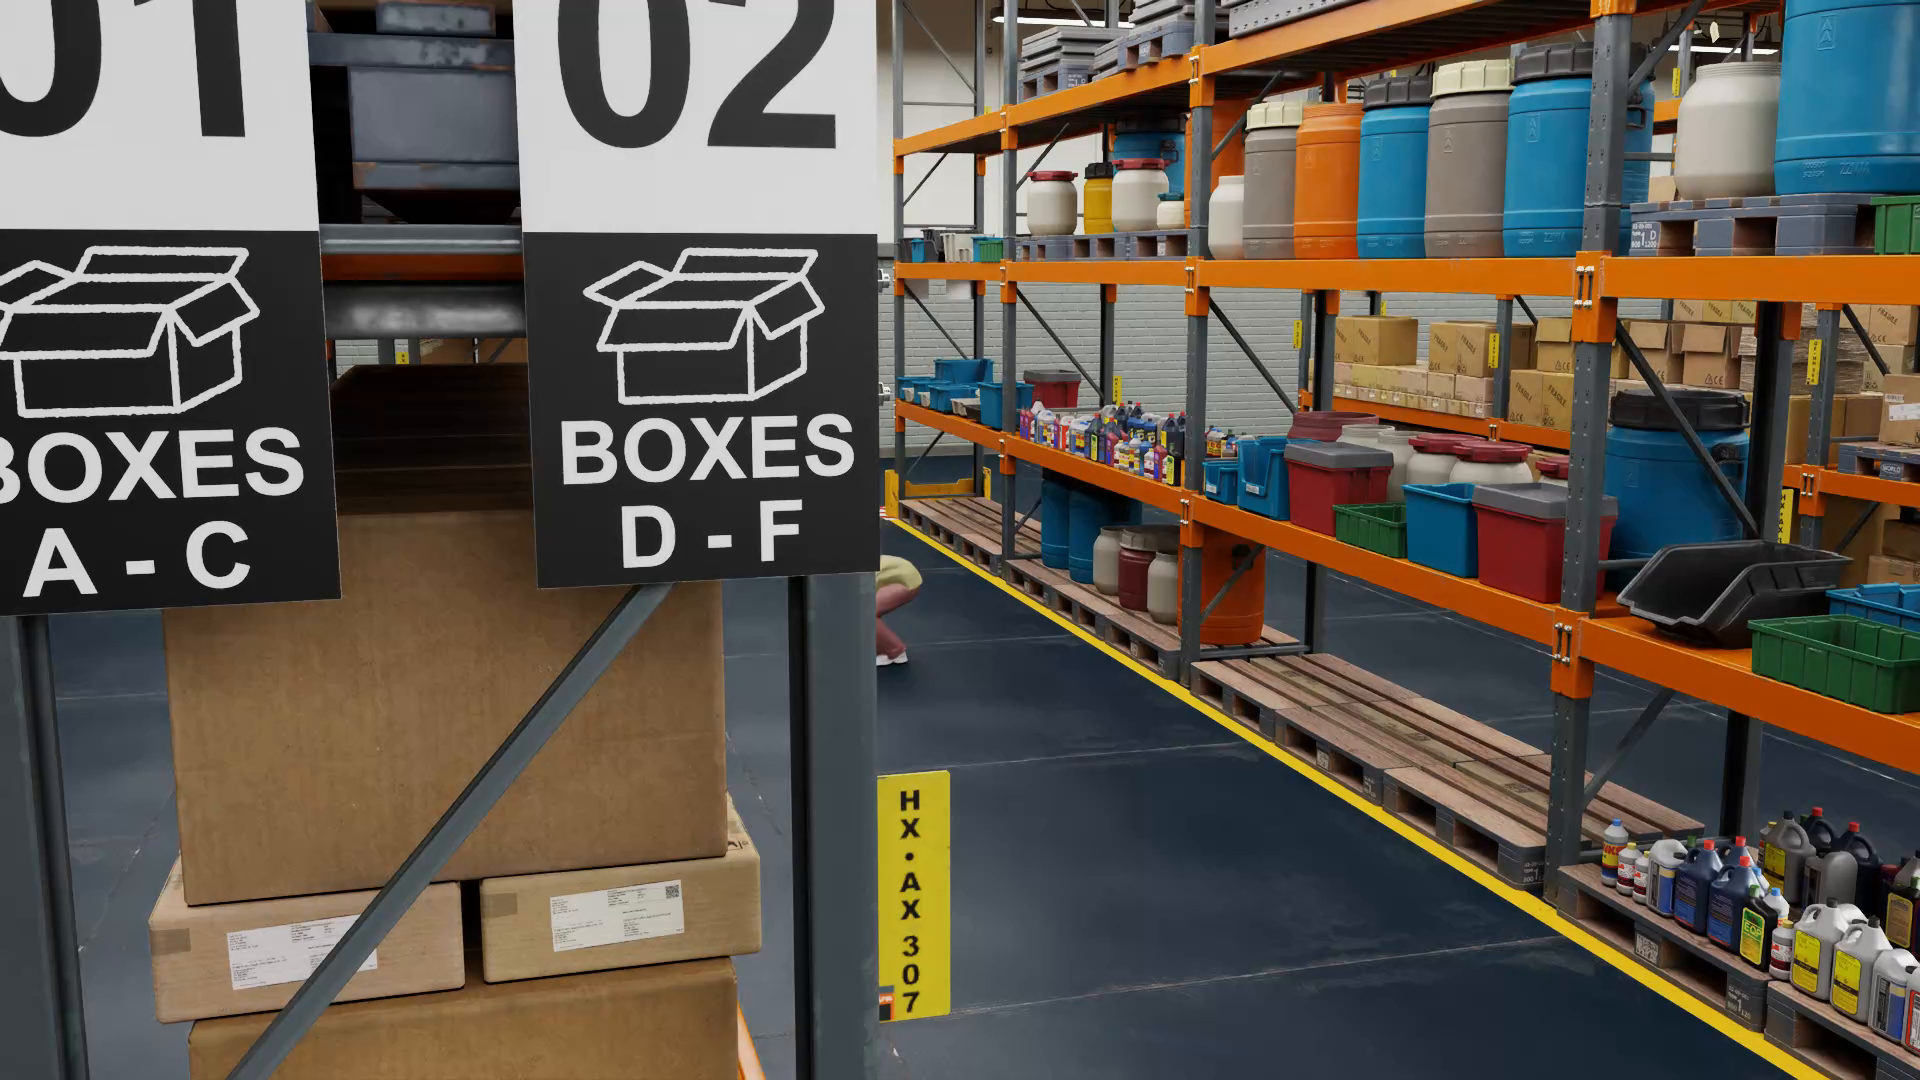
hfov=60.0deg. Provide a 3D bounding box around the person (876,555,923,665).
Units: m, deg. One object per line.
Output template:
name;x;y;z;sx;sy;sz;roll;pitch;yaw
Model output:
person;-0.694;0.543;11.716;0.866;0.697;0.465;-3;10;-18
